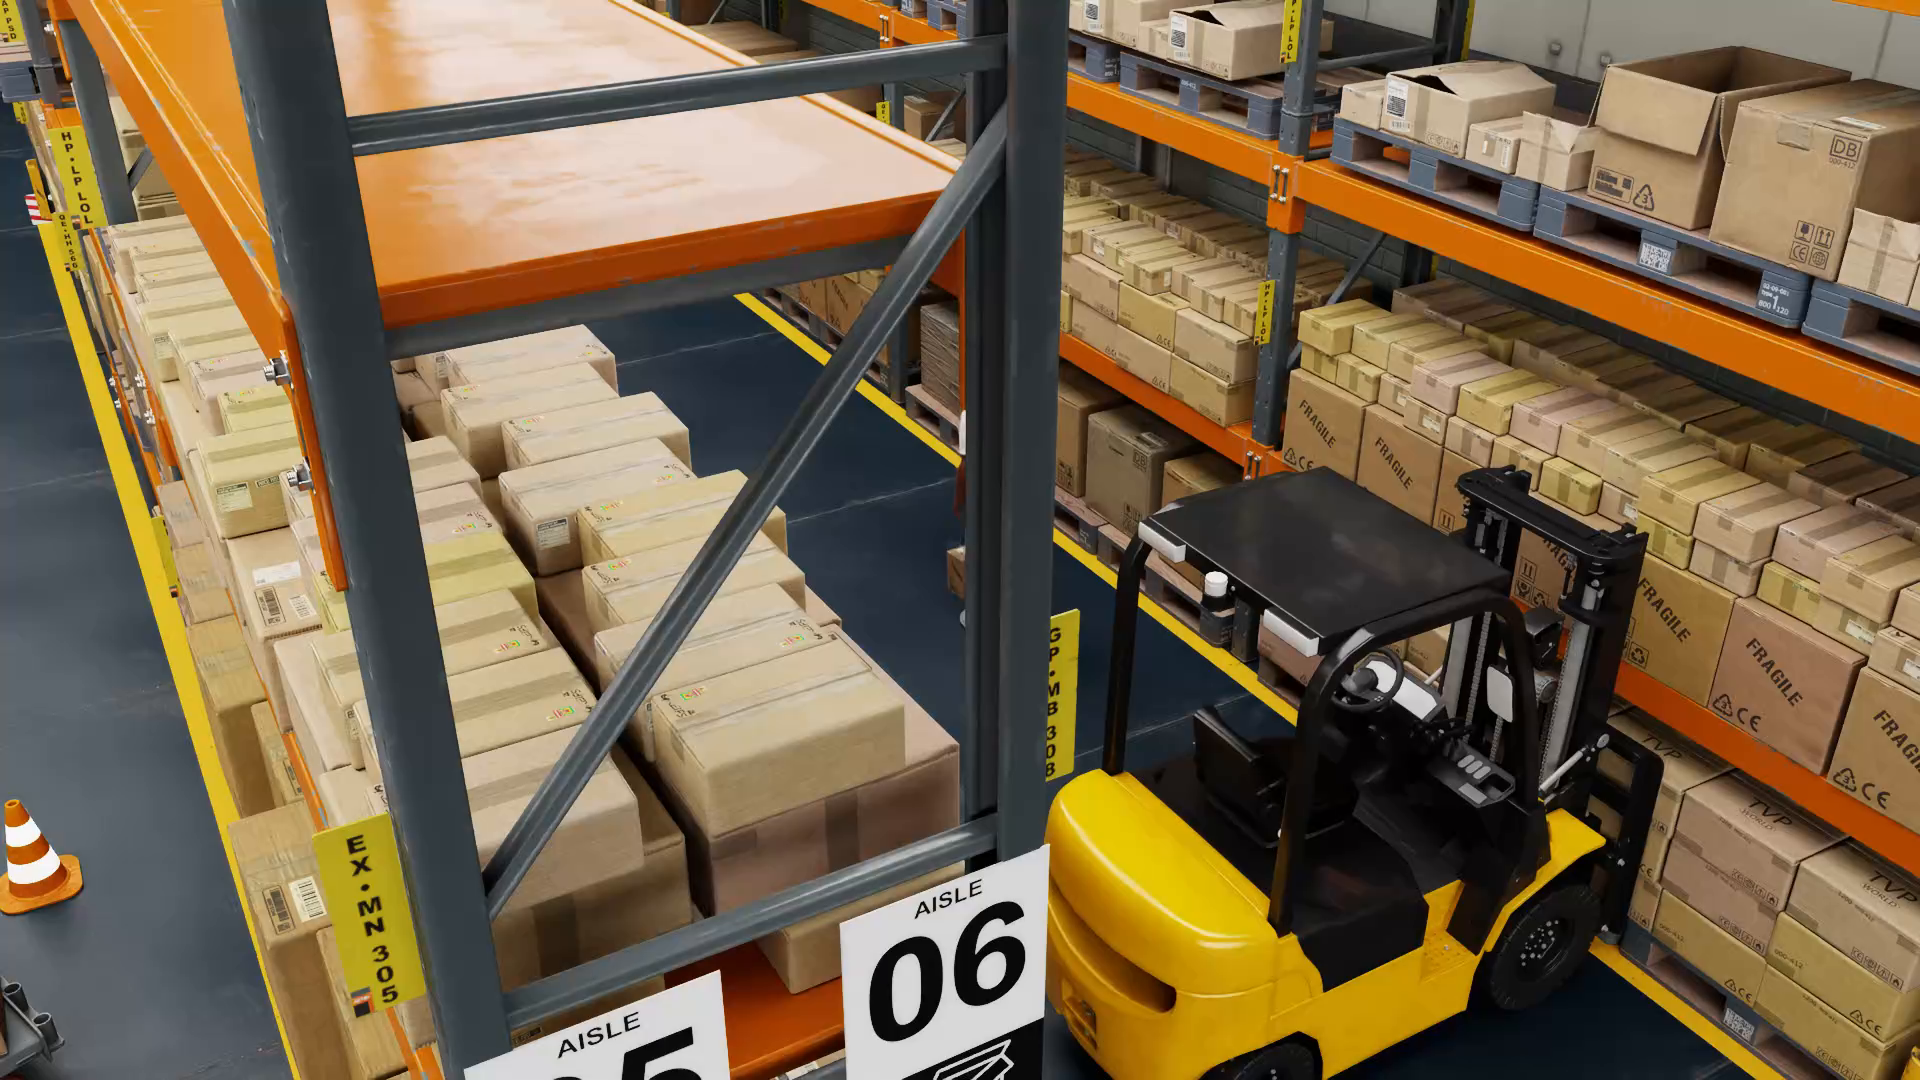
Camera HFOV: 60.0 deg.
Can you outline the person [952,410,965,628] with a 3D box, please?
[{"bbox_3d":[0.229,-0.280,9.057,0.605,1.758,0.451,-17,33,-28],"label":"person"}]
